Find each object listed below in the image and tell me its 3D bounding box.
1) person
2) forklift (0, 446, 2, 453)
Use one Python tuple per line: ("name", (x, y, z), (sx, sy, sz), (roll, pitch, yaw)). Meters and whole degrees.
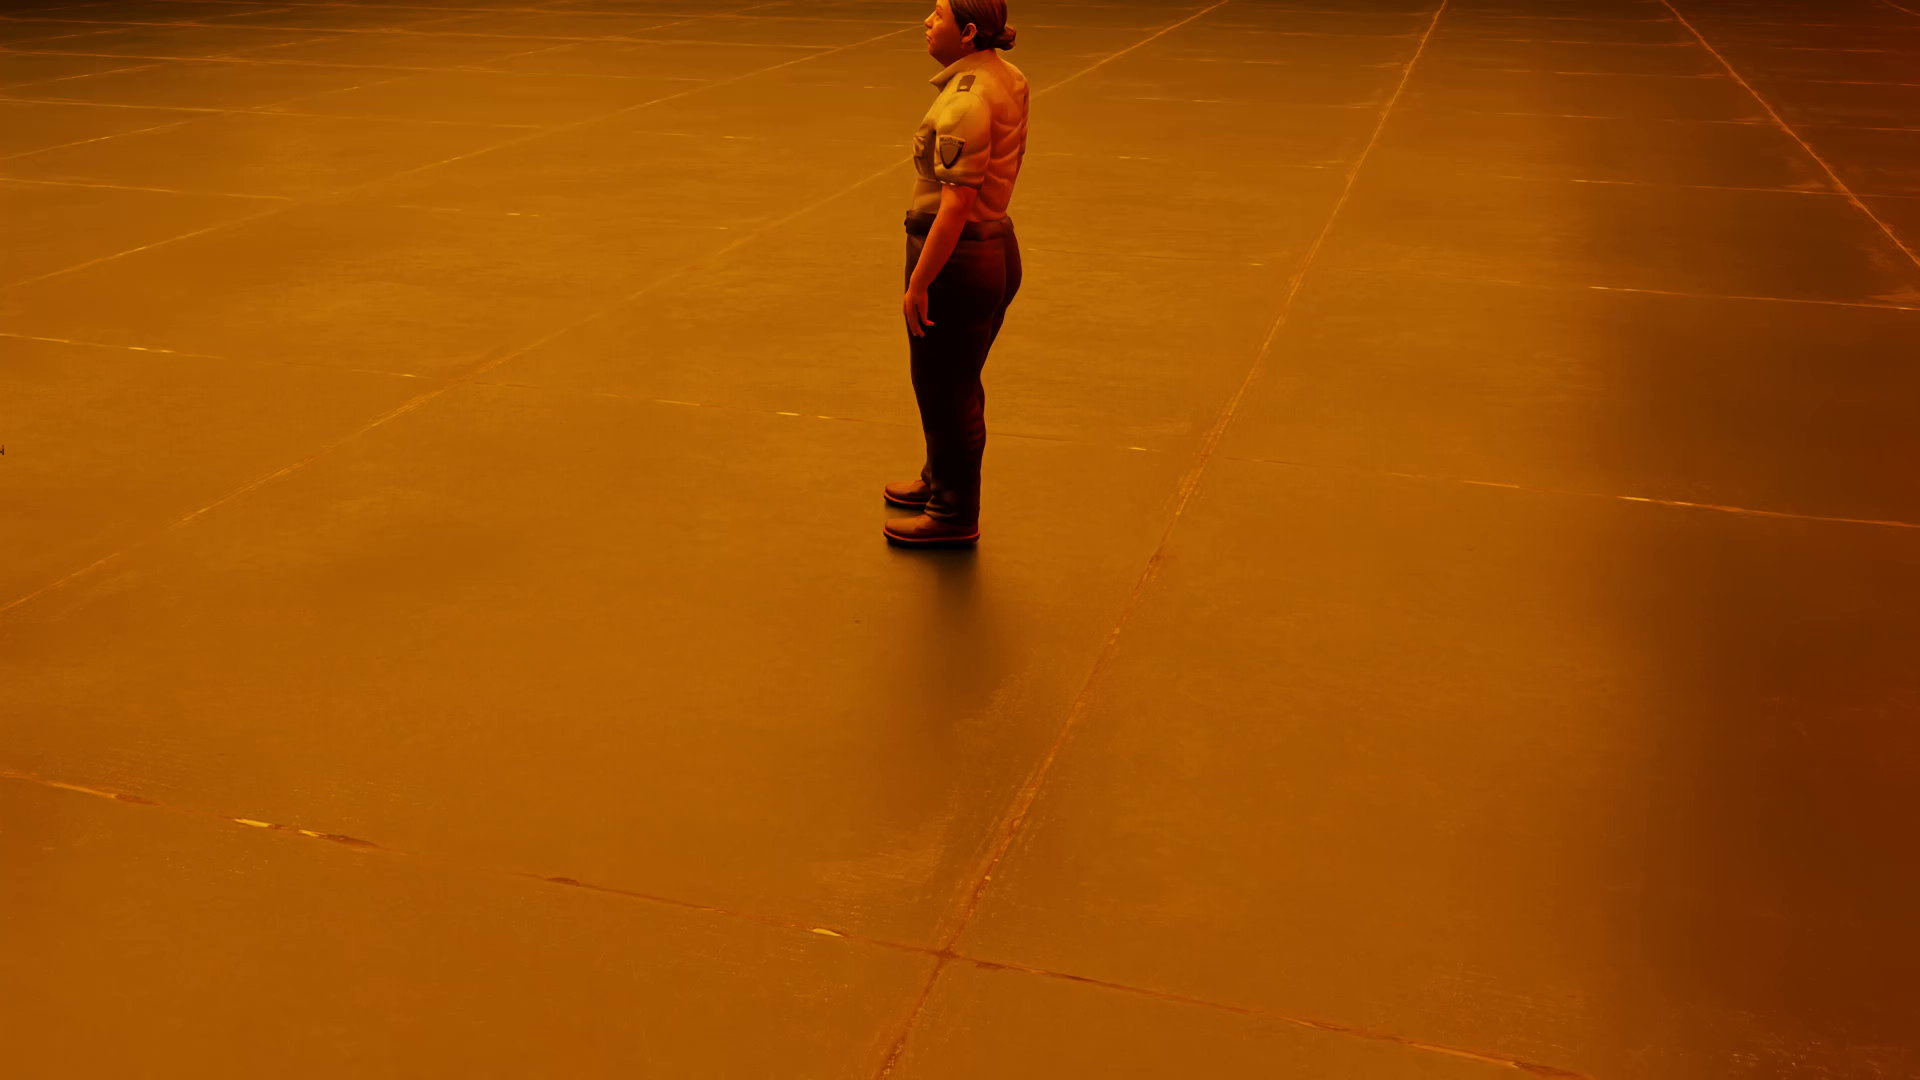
("person", (-0.079, -0.782, 4.851), (0.502, 1.641, 0.598), (7, 23, 16))
("forklift", (-4.776, -1.424, 4.729), (3.031, 2.935, 1.130), (0, 22, 1))
